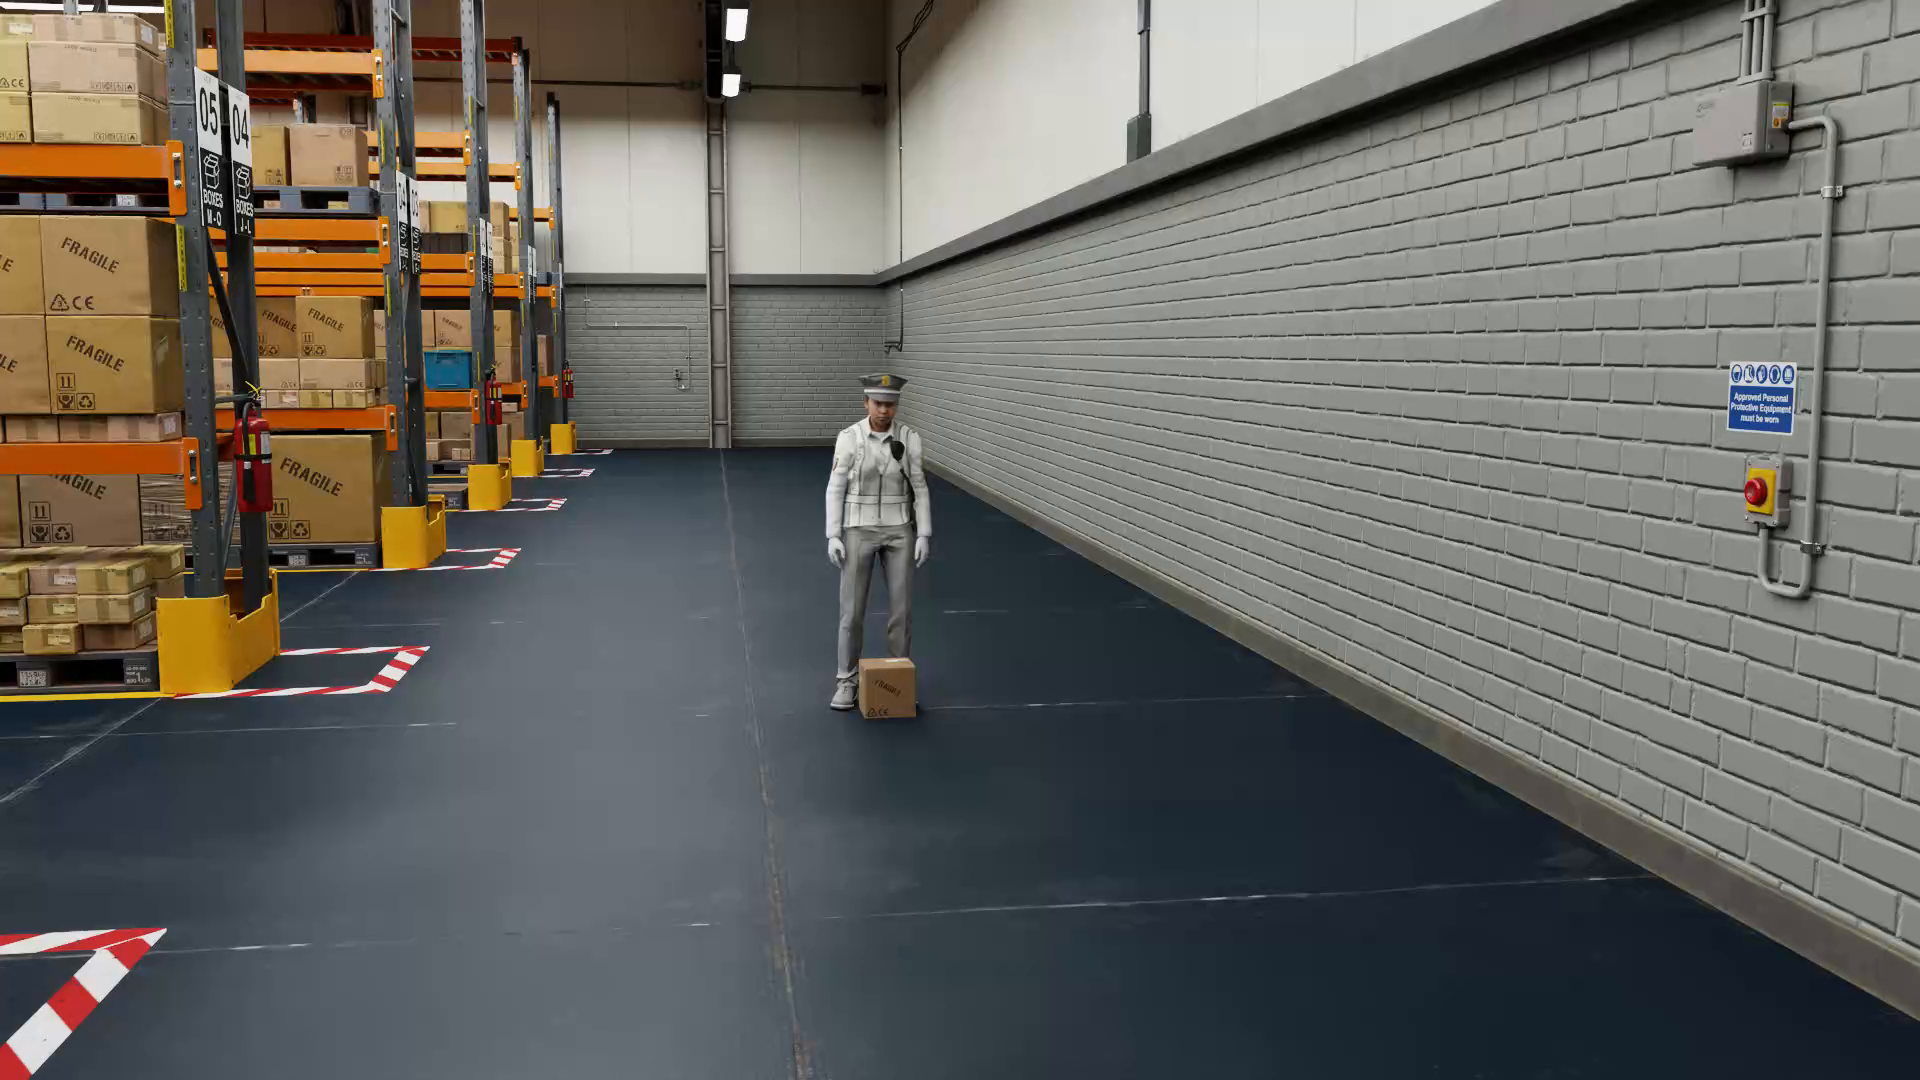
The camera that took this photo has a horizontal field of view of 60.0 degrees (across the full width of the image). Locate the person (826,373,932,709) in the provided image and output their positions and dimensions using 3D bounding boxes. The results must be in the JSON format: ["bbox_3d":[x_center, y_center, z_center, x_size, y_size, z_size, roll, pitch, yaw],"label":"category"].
[{"bbox_3d":[-0.406,-0.001,8.330,0.529,1.663,0.371,-1,7,-8],"label":"person"}]
